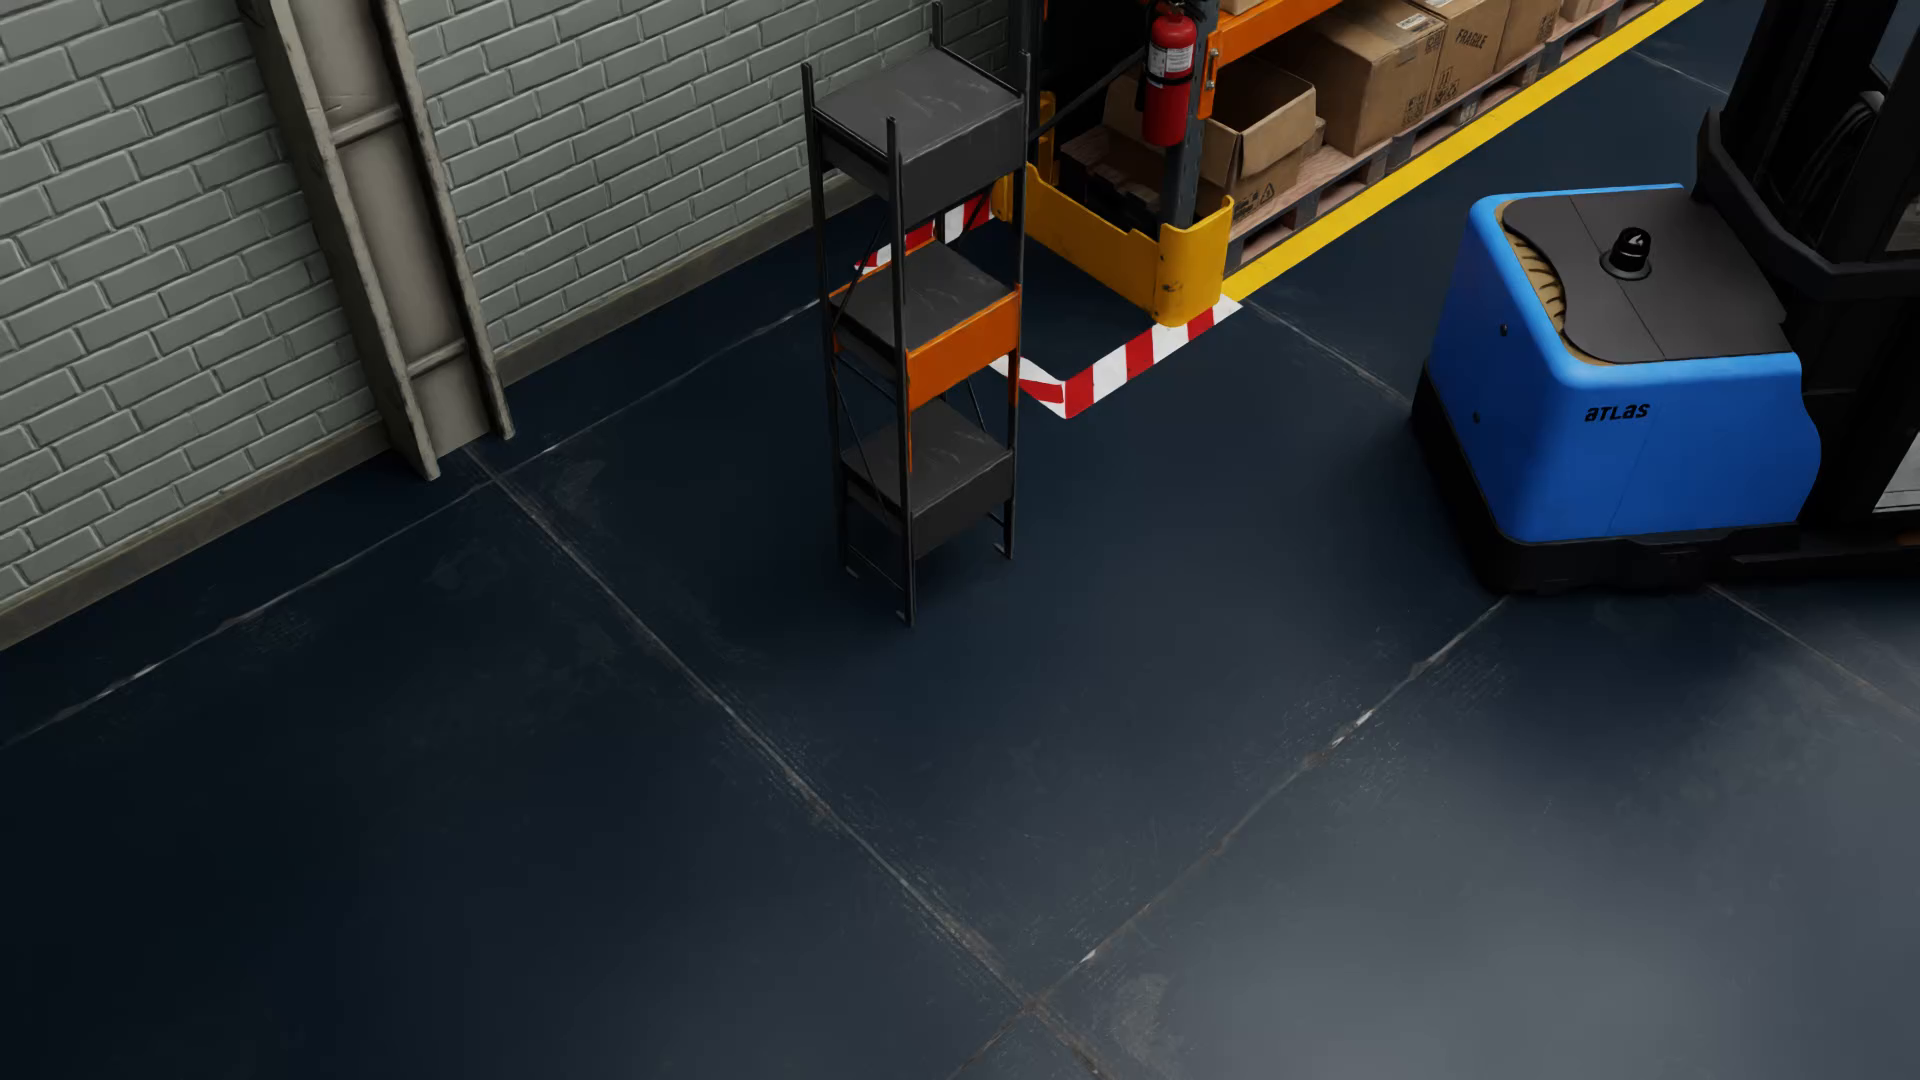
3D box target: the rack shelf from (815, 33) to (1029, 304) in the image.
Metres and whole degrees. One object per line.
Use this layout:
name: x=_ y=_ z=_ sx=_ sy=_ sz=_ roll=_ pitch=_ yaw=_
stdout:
rack shelf: x=-0.122 y=-1.096 z=4.898 sx=0.480 sy=0.518 sz=0.431 roll=-34 pitch=56 yaw=-27

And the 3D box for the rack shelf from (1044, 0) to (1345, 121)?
rack shelf: x=2.060 y=-3.013 z=7.478 sx=4.000 sy=0.370 sz=1.077 roll=-34 pitch=56 yaw=-27

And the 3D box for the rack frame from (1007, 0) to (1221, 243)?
rack frame: x=0.580 y=-2.268 z=6.301 sx=0.127 sy=3.000 sz=1.000 roll=-34 pitch=56 yaw=-27

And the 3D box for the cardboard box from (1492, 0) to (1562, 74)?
cardboard box: x=2.523 y=-2.728 z=8.141 sx=0.500 sy=0.500 sz=0.700 roll=-36 pitch=57 yaw=-28

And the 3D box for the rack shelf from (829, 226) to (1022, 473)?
rack shelf: x=-0.122 y=-0.621 z=5.413 sx=0.480 sy=0.518 sz=0.431 roll=-34 pitch=56 yaw=-27

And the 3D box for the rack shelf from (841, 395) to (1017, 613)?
rack shelf: x=-0.122 y=-0.146 z=5.927 sx=0.480 sy=0.518 sz=0.431 roll=-34 pitch=56 yaw=-27

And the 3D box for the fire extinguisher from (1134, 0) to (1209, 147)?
fire extinguisher: x=0.783 y=-1.791 z=6.168 sx=0.183 sy=0.674 sz=0.296 roll=-34 pitch=56 yaw=-27

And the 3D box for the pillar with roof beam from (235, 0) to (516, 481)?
pillar with roof beam: x=0.875 y=-1.118 z=1.159 sx=0.400 sy=9.000 sz=9.100 roll=-34 pitch=56 yaw=-27

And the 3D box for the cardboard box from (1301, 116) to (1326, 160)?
cardboard box: x=1.437 y=-1.883 z=7.601 sx=0.250 sy=0.149 sz=0.380 roll=-36 pitch=57 yaw=-28

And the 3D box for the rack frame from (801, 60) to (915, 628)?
rack frame: x=-0.303 y=-0.510 z=5.291 sx=0.015 sy=2.100 sz=0.400 roll=-34 pitch=56 yaw=-27

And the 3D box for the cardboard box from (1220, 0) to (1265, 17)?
cardboard box: x=1.008 y=-2.196 z=6.406 sx=0.250 sy=0.149 sz=0.380 roll=-34 pitch=56 yaw=-27

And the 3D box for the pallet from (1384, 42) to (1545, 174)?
pallet: x=2.128 y=-2.354 z=8.279 sx=1.213 sy=0.211 sz=1.003 roll=-34 pitch=56 yaw=-27

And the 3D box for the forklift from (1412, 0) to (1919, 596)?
forklift: x=3.350 y=-1.257 z=5.415 sx=3.031 sy=2.935 sz=1.130 roll=-4 pitch=47 yaw=-4

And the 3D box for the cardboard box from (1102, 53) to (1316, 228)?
cardboard box: x=1.097 y=-1.815 z=7.296 sx=0.637 sy=0.503 sz=0.797 roll=-36 pitch=57 yaw=-28

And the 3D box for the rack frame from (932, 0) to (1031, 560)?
rack frame: x=0.058 y=-0.751 z=5.514 sx=0.015 sy=2.100 sz=0.400 roll=-34 pitch=56 yaw=-27

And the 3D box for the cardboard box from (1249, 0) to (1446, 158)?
cardboard box: x=1.755 y=-2.215 z=7.668 sx=0.500 sy=0.500 sz=0.700 roll=-32 pitch=55 yaw=-26

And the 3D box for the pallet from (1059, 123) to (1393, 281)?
pallet: x=1.226 y=-1.754 z=7.725 sx=1.213 sy=0.211 sz=1.003 roll=-34 pitch=56 yaw=-27

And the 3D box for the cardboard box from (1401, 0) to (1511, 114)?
cardboard box: x=2.214 y=-2.422 z=7.859 sx=0.500 sy=0.500 sz=0.500 roll=-33 pitch=55 yaw=-27

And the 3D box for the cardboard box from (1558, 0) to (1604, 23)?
cardboard box: x=3.061 y=-2.849 z=8.412 sx=0.258 sy=0.266 sz=0.396 roll=-32 pitch=55 yaw=-26

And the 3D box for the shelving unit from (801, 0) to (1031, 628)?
shelving unit: x=-0.122 y=-0.630 z=5.403 sx=0.503 sy=2.100 sz=0.431 roll=-34 pitch=56 yaw=-27

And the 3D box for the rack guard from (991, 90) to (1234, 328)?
rack guard: x=0.637 y=-1.458 z=7.255 sx=0.348 sy=0.500 sz=1.175 roll=-34 pitch=56 yaw=-27

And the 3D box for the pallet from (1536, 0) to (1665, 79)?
pallet: x=3.031 y=-2.961 z=8.838 sx=1.213 sy=0.211 sz=1.003 roll=-34 pitch=56 yaw=-27
